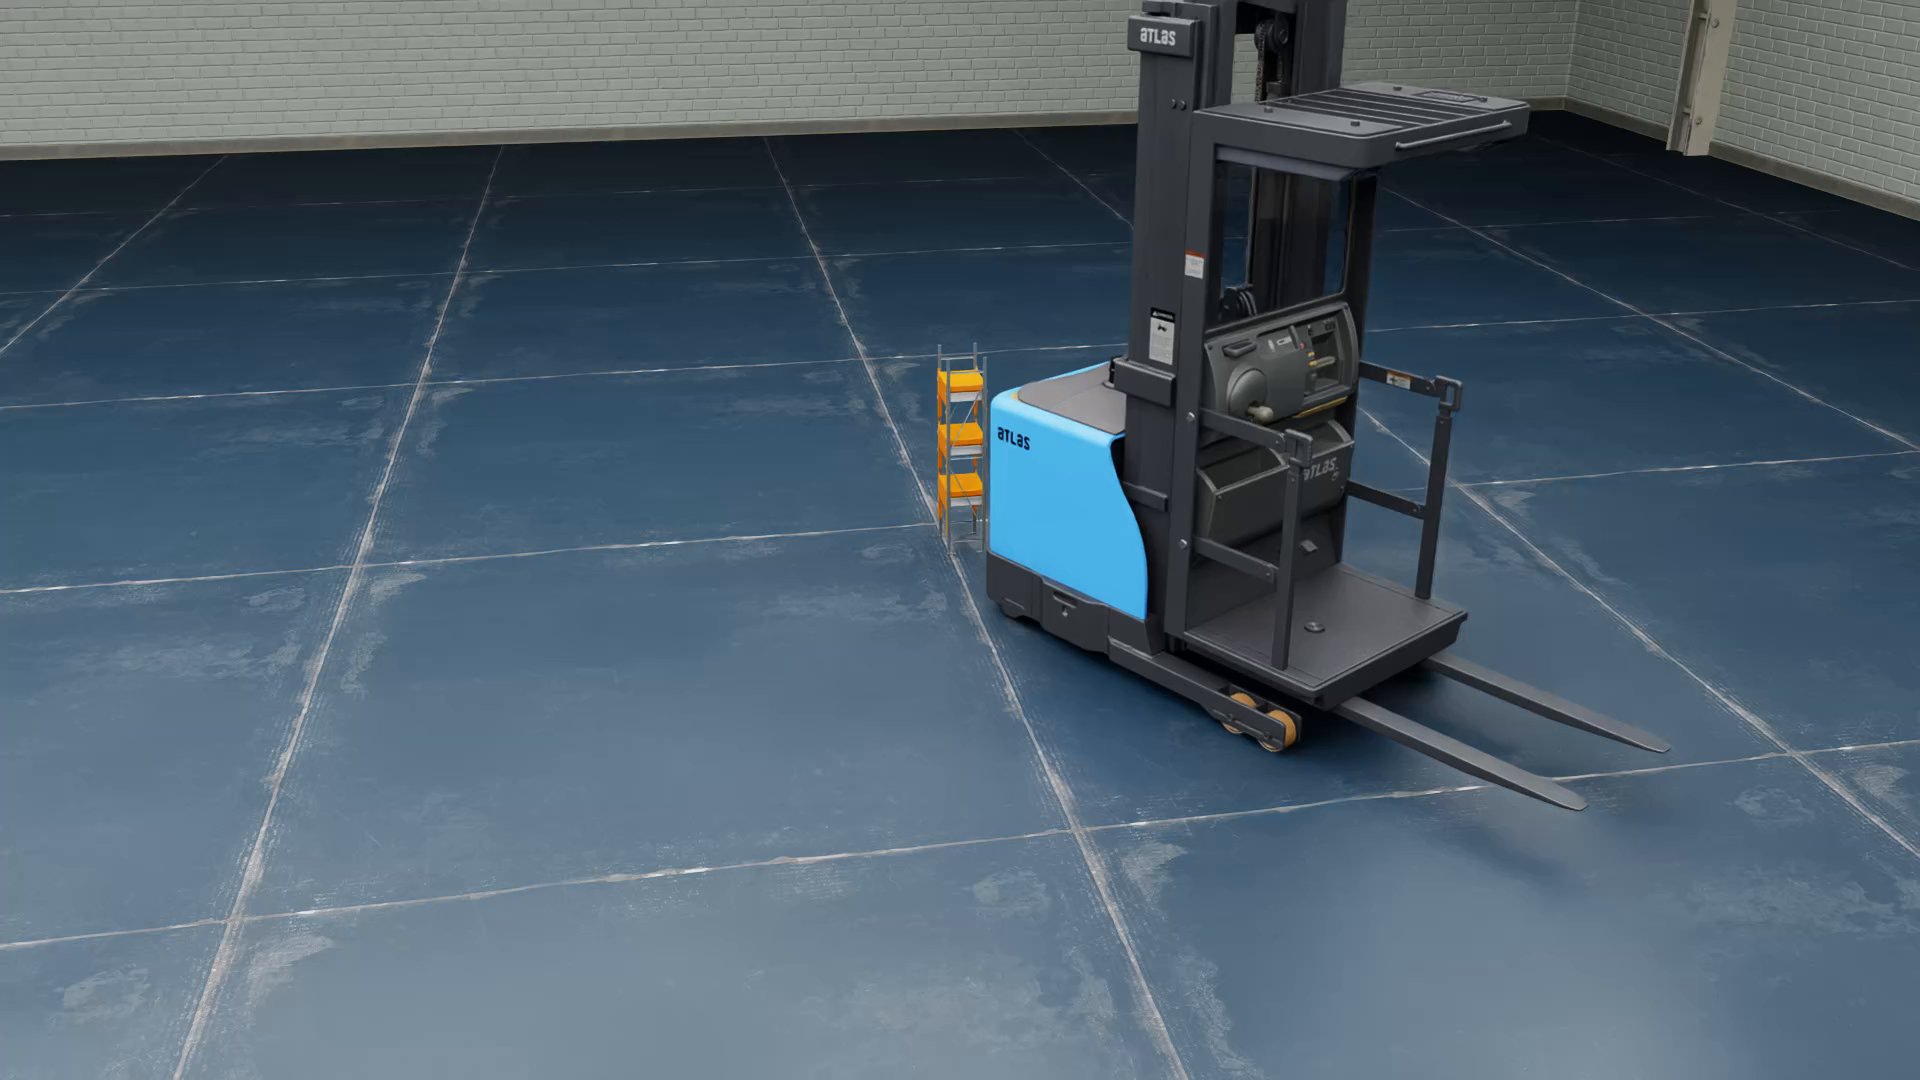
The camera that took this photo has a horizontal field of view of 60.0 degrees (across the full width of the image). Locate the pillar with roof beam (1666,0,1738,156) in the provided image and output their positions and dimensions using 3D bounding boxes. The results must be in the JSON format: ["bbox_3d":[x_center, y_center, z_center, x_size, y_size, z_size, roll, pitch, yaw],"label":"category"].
[{"bbox_3d":[3.991,-8.187,16.253,9.100,9.000,0.400,-4,24,-10],"label":"pillar with roof beam"}]

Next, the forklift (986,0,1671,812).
[{"bbox_3d":[1.476,-0.710,6.713,1.130,2.935,3.031,-19,30,-37],"label":"forklift"}]

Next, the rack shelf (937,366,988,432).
[{"bbox_3d":[0.010,-0.710,8.382,0.215,0.259,0.240,-4,24,-10],"label":"rack shelf"}]

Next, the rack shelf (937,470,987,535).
[{"bbox_3d":[0.010,-0.196,8.607,0.215,0.259,0.240,-4,24,-10],"label":"rack shelf"}]

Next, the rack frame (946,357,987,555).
[{"bbox_3d":[0.032,-0.412,8.382,0.200,1.050,0.008,-4,24,-10],"label":"rack frame"}]

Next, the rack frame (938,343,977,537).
[{"bbox_3d":[-0.013,-0.508,8.602,0.200,1.050,0.008,-4,24,-10],"label":"rack frame"}]

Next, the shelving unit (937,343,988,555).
[{"bbox_3d":[0.010,-0.460,8.492,0.215,1.050,0.252,-4,24,-10],"label":"shelving unit"}]

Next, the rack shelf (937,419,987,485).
[{"bbox_3d":[0.010,-0.450,8.496,0.215,0.259,0.240,-4,24,-10],"label":"rack shelf"}]
